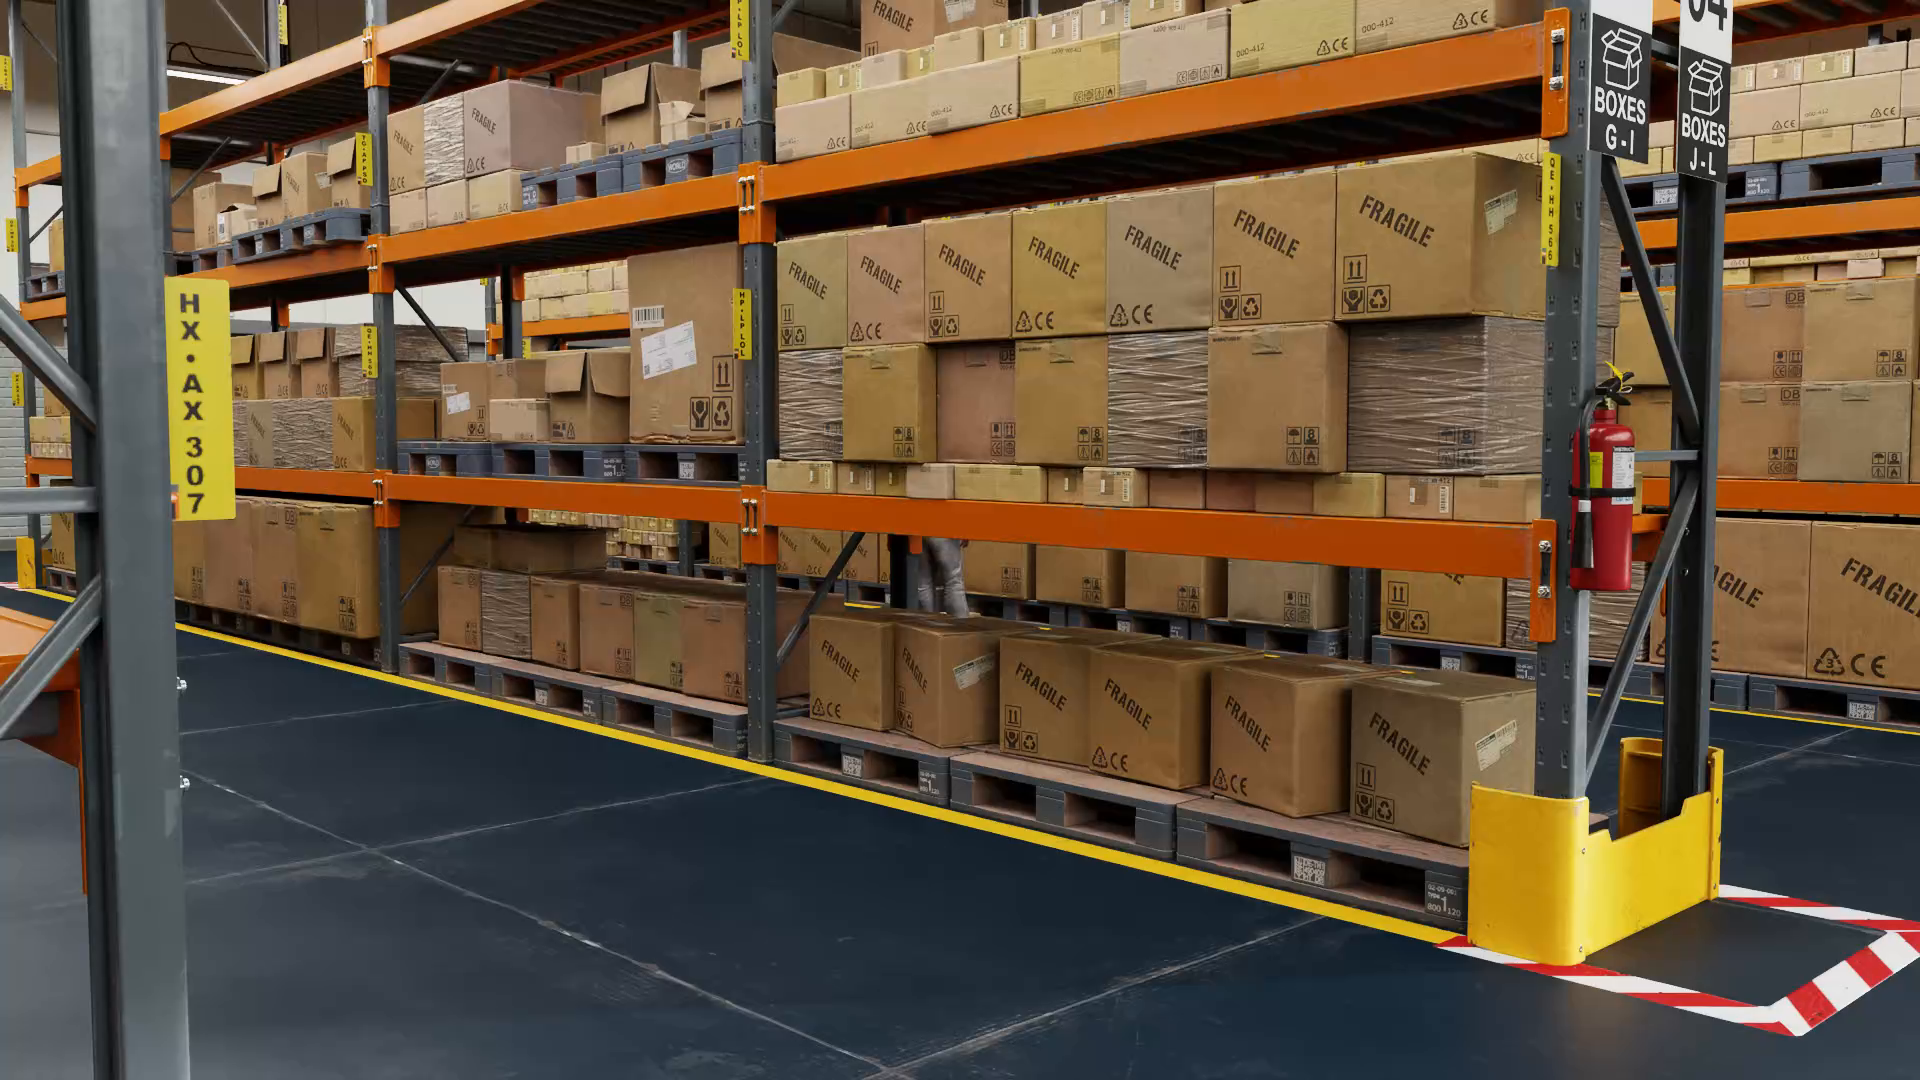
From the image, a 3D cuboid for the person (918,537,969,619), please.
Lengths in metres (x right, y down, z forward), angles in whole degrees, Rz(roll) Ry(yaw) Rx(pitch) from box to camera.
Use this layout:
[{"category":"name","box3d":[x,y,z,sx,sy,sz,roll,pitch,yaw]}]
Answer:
[{"category":"person","box3d":[-0.149,-0.095,11.884,0.574,1.768,0.665,-4,5,-44]}]
